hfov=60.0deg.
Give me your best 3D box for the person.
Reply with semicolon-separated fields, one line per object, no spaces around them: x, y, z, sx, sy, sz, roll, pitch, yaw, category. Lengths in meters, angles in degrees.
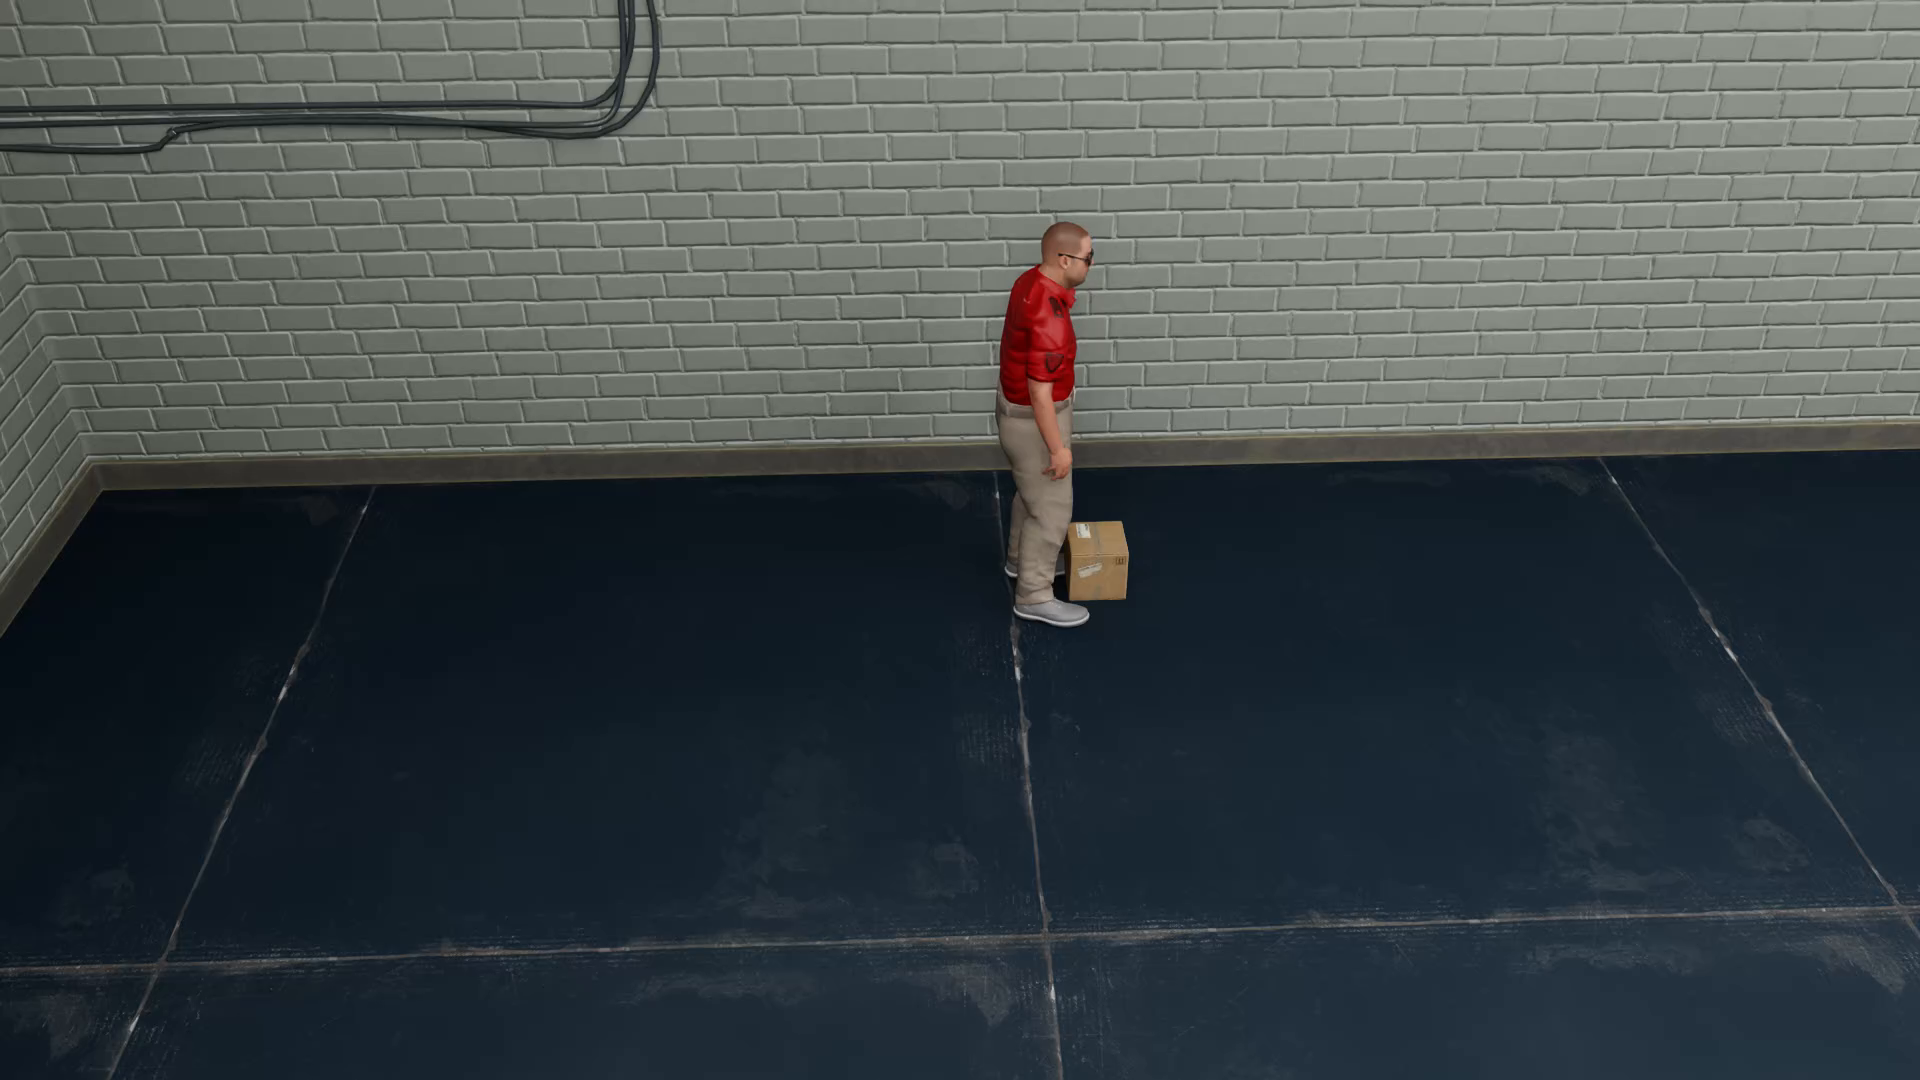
0.347;-0.493;6.861;0.389;1.726;0.593;-2;35;-3;person
